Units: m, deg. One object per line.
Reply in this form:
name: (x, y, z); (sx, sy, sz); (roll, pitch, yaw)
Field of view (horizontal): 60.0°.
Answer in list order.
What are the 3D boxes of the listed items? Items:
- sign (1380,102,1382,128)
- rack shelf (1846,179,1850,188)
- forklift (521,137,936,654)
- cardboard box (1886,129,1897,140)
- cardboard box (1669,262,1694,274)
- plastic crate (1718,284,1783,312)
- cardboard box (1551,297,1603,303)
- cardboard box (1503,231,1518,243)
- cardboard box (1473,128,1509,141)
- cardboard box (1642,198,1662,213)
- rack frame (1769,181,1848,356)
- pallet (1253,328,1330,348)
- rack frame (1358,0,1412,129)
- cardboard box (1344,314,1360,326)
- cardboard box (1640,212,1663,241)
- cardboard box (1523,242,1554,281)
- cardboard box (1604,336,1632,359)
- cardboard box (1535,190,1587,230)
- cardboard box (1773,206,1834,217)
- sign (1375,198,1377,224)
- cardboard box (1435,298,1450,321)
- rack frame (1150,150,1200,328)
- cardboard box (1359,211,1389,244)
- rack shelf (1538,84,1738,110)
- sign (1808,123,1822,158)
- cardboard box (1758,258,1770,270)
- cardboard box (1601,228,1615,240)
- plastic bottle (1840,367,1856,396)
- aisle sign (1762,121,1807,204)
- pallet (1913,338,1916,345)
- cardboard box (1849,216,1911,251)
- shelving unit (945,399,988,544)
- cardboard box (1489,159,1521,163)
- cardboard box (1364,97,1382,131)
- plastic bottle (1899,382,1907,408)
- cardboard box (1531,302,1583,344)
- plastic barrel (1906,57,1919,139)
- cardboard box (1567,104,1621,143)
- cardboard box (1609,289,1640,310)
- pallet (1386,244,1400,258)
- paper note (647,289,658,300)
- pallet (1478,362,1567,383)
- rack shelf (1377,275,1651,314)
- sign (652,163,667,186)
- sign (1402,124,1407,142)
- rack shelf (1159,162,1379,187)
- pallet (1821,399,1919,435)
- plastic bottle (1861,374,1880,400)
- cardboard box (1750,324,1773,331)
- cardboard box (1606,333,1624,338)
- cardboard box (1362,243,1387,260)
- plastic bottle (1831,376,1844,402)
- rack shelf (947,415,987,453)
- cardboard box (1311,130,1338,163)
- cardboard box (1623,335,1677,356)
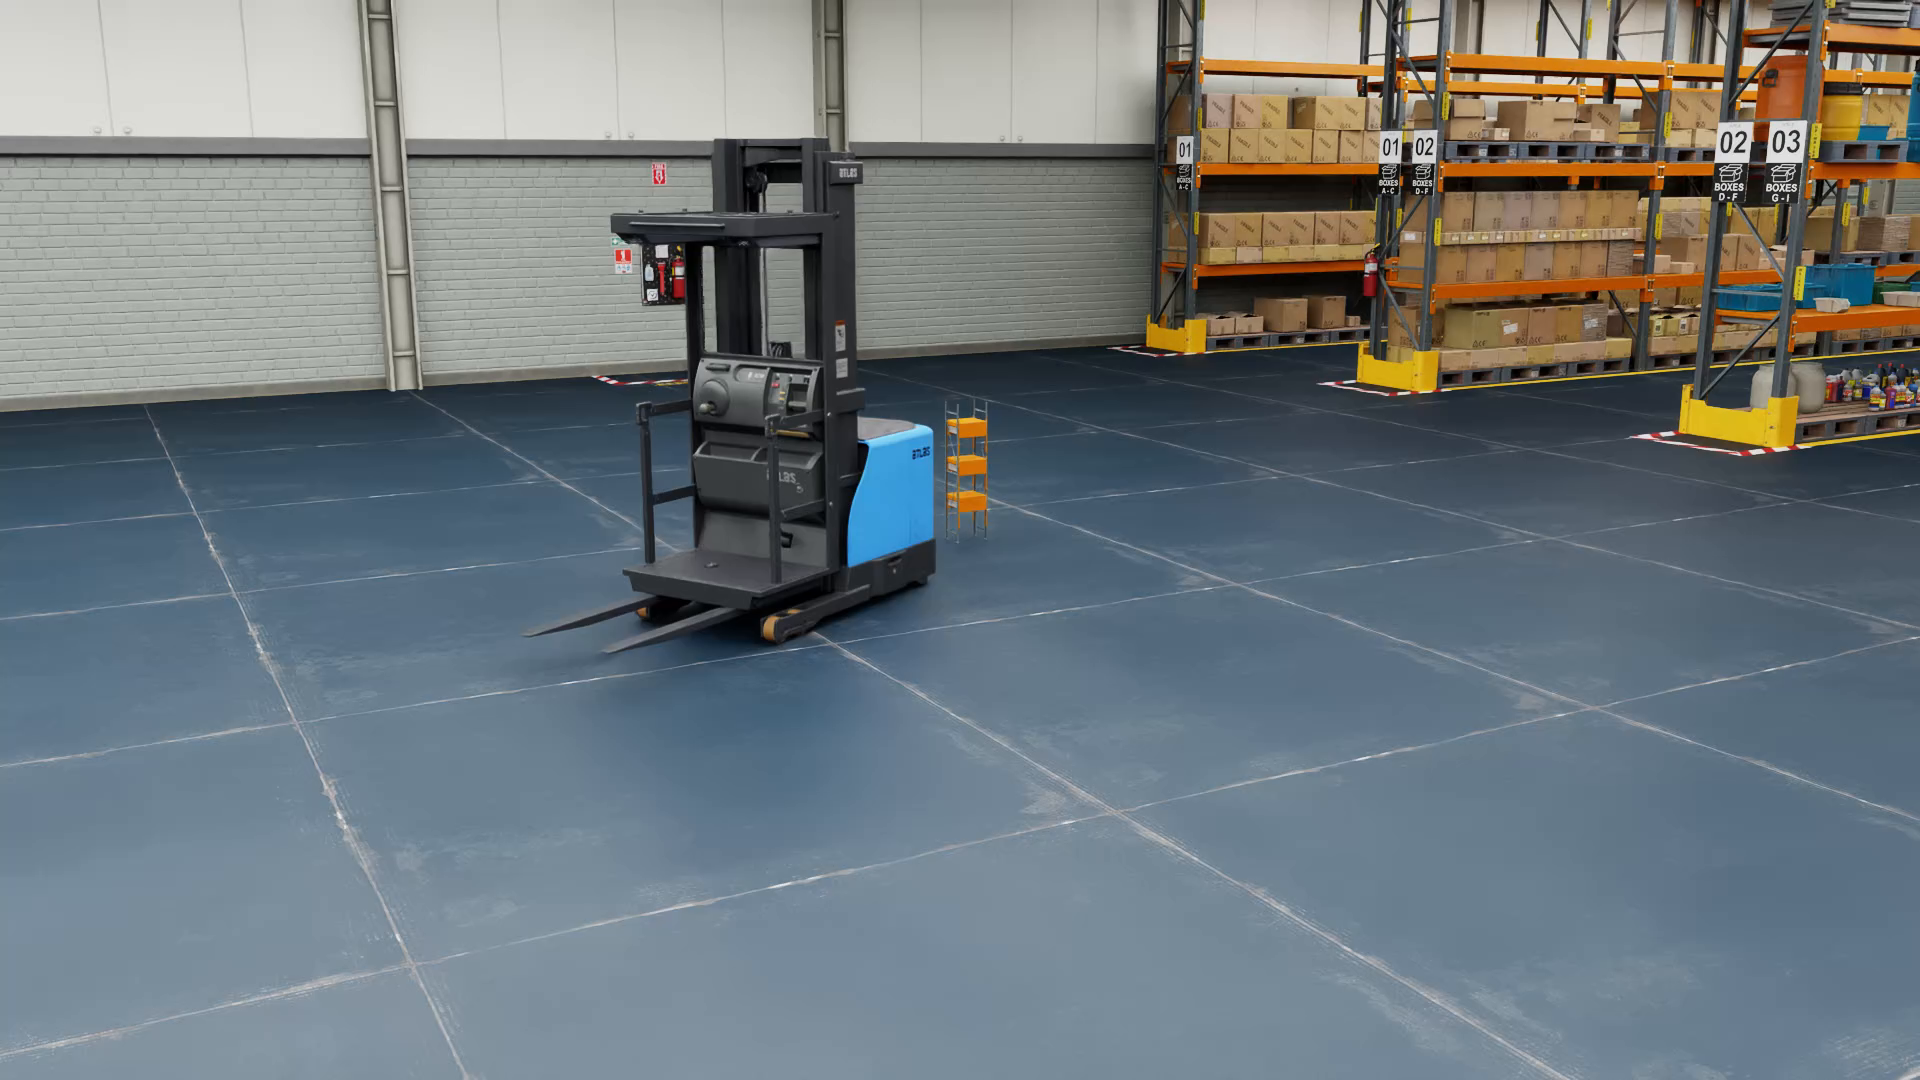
sign: (5.396, -5.419, 21.188); (0.005, 0.325, 0.100); (-7, 14, -28)
rack shelf: (14.421, -5.621, 25.559); (4.000, 0.370, 1.077); (-7, 14, -28)
forklift: (-1.367, -0.930, 10.067); (1.130, 2.935, 3.031); (8, 15, 31)
cardboard box: (13.480, -5.916, 25.005); (0.500, 0.500, 0.910); (-7, 14, -28)
cardboard box: (10.030, -3.808, 23.271); (0.250, 0.149, 0.380); (-7, 14, -28)
plastic crate: (8.310, -2.539, 17.398); (0.616, 0.251, 0.499); (-7, 14, -28)
cardboard box: (8.597, -3.118, 23.229); (0.500, 0.500, 0.500); (-7, 14, -28)
cardboard box: (6.997, -3.930, 21.536); (0.250, 0.149, 0.380); (-7, 15, -30)
cardboard box: (6.761, -5.160, 21.170); (0.250, 0.149, 0.380); (-7, 14, -28)
cardboard box: (12.164, -5.985, 29.711); (0.500, 0.250, 0.500); (-7, 15, -29)
rack frame: (12.665, -4.298, 24.874); (0.127, 3.000, 1.000); (-7, 14, -28)
pallet: (5.133, -3.264, 26.632); (1.213, 0.211, 1.003); (-7, 14, -28)
rack frame: (6.778, -7.758, 26.586); (0.127, 3.000, 1.000); (-7, 14, -28)
cardboard box: (6.323, -3.602, 27.232); (0.250, 0.166, 0.380); (-9, 16, -35)
cardboard box: (12.191, -5.619, 29.795); (0.500, 0.500, 0.500); (-6, 14, -26)
cardboard box: (7.417, -3.715, 22.057); (0.500, 0.500, 0.700); (-6, 14, -26)
cardboard box: (8.852, -2.650, 22.856); (0.500, 0.250, 0.500); (-7, 14, -28)
cardboard box: (7.885, -4.405, 22.167); (0.500, 0.500, 0.700); (-7, 14, -28)
cardboard box: (16.234, -6.106, 32.225); (0.700, 0.700, 0.980); (-7, 14, -28)
sign: (5.396, -4.243, 21.453); (0.005, 0.325, 0.100); (-7, 14, -28)
cardboard box: (7.845, -3.971, 28.114); (0.500, 0.500, 0.700); (-7, 15, -29)
rack frame: (3.267, -4.410, 25.375); (0.127, 3.000, 1.000); (-7, 14, -28)
cardboard box: (6.511, -5.024, 26.691); (0.500, 0.500, 0.500); (-7, 14, -28)
rack shelf: (12.044, -7.843, 29.514); (4.000, 0.370, 1.077); (-7, 14, -28)
sign: (8.273, -3.862, 16.088); (0.005, 0.325, 0.100); (-7, 14, -28)
cardboard box: (11.573, -4.030, 24.258); (0.250, 0.149, 0.380); (-6, 14, -24)
cardboard box: (8.572, -4.119, 22.373); (0.250, 0.149, 0.380); (-7, 15, -30)
plastic bottle: (9.915, -1.755, 18.608); (0.185, 0.351, 0.144); (-6, 14, -26)
aisle sign: (8.091, -3.705, 16.321); (0.004, 0.787, 0.394); (-7, 14, -28)
pallet: (15.481, -3.265, 26.638); (1.213, 0.211, 1.003); (-7, 14, -28)
cardboard box: (14.058, -4.699, 25.472); (0.500, 0.500, 0.700); (-4, 13, -17)
shelving unit: (0.047, -0.518, 12.519); (0.252, 1.050, 0.215); (-7, 14, -28)
cardboard box: (9.106, -6.657, 28.245); (0.637, 0.503, 0.797); (-5, 14, -20)
cardboard box: (6.468, -6.736, 26.326); (0.500, 0.500, 0.500); (-8, 15, -33)
plastic bottle: (10.143, -1.562, 17.930); (0.097, 0.271, 0.097); (0, 13, 0)
cardboard box: (7.971, -2.912, 22.313); (0.500, 0.500, 0.500); (-7, 14, -28)
plastic barrel: (10.600, -4.751, 17.957); (0.708, 0.901, 0.600); (-7, 14, -28)
cardboard box: (8.586, -5.660, 22.593); (0.500, 0.500, 0.500); (-6, 14, -23)
cardboard box: (11.769, -4.551, 29.940); (0.750, 0.750, 0.750); (-7, 14, -28)
pallet: (7.518, -4.790, 27.498); (1.213, 0.211, 1.003); (-7, 14, -28)
paper note: (-4.175, -3.332, 22.589); (0.142, 0.148, 0.016); (-7, 14, -28)
pallet: (7.364, -2.312, 22.401); (1.213, 0.211, 1.003); (-7, 14, -28)
rack shelf: (7.399, -3.316, 22.149); (4.000, 0.370, 1.077); (-7, 14, -28)
sign: (-4.042, -4.916, 22.343); (0.199, 0.298, 0.001); (-7, 14, -28)
sign: (7.044, -6.443, 26.398); (0.005, 0.325, 0.100); (-7, 14, -28)
rack shelf: (5.022, -5.733, 26.059); (4.000, 0.370, 1.077); (-7, 14, -28)
pallet: (9.843, -1.370, 18.215); (1.213, 0.211, 1.003); (-7, 14, -28)
plastic bottle: (10.172, -1.712, 18.588); (0.135, 0.276, 0.152); (-7, 14, -28)
cardboard box: (11.426, -3.224, 24.131); (0.500, 0.311, 0.500); (-7, 14, -28)
cardboard box: (9.380, -2.840, 23.702); (0.500, 0.250, 0.500); (-7, 14, -28)
cardboard box: (6.507, -4.660, 26.778); (0.500, 0.250, 0.500); (-7, 14, -28)
plastic bottle: (9.702, -1.669, 18.379); (0.133, 0.283, 0.061); (-7, 14, -28)
rack shelf: (0.047, -0.784, 12.459); (0.240, 0.259, 0.215); (-7, 14, -28)
cardboard box: (5.535, -6.136, 25.937); (0.500, 0.500, 0.500); (-7, 15, -30)
cardboard box: (9.627, -2.735, 23.237); (0.500, 0.250, 0.500); (-7, 15, -29)
